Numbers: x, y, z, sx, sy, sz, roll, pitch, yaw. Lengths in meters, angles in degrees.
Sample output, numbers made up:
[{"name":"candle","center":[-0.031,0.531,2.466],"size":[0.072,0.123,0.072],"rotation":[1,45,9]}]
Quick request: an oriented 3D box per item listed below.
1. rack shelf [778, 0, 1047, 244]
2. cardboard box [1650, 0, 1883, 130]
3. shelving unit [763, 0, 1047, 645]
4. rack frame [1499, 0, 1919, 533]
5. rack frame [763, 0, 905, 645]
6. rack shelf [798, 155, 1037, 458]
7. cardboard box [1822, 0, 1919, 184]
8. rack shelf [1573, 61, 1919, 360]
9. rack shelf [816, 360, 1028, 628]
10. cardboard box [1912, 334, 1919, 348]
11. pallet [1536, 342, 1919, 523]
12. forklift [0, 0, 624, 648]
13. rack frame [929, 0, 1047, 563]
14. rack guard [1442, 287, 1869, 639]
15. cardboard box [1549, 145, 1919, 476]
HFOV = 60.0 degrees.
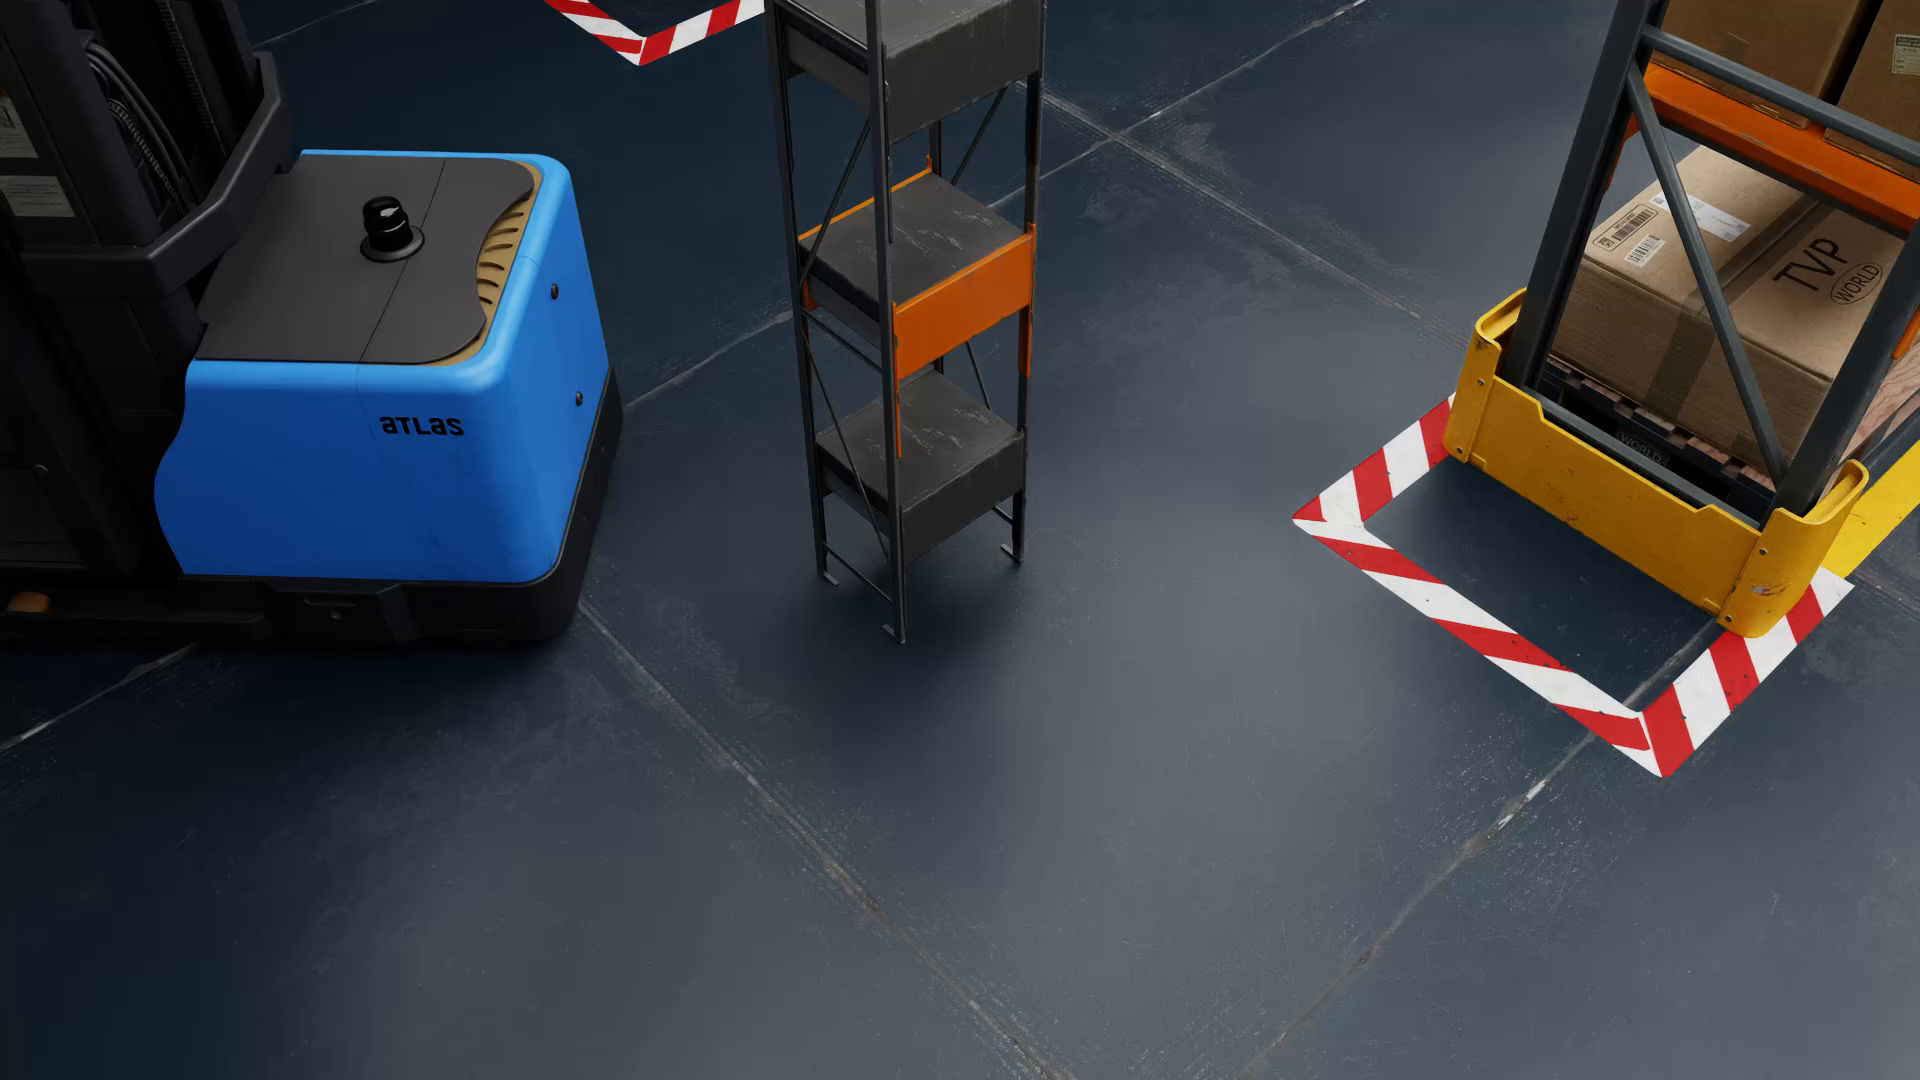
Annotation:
[{"name":"rack shelf","center":[-0.122,-1.096,3.898],"size":[0.480,0.518,0.431],"rotation":[-34,56,-27]},{"name":"cardboard box","center":[2.296,-1.533,4.556],"size":[0.500,0.500,0.500],"rotation":[-33,56,-27]},{"name":"shelving unit","center":[-0.122,-0.630,4.403],"size":[0.503,2.100,0.431],"rotation":[-34,56,-27]},{"name":"rack frame","center":[2.118,-1.117,4.240],"size":[0.127,3.000,1.000],"rotation":[-34,56,-27]},{"name":"rack frame","center":[-0.303,-0.510,4.292],"size":[0.015,2.100,0.400],"rotation":[-34,56,-27]},{"name":"rack shelf","center":[-0.122,-0.621,4.413],"size":[0.480,0.518,0.431],"rotation":[-34,56,-27]},{"name":"cardboard box","center":[2.666,-1.232,4.278],"size":[0.500,0.500,0.500],"rotation":[-34,56,-27]},{"name":"rack shelf","center":[3.597,-1.862,5.417],"size":[4.000,0.370,1.077],"rotation":[-34,56,-27]},{"name":"rack shelf","center":[-0.122,-0.146,4.927],"size":[0.480,0.518,0.431],"rotation":[-34,56,-27]},{"name":"cardboard box","center":[3.210,-1.228,5.800],"size":[0.875,0.438,0.875],"rotation":[-32,55,-26]},{"name":"pallet","center":[2.656,-0.609,5.669],"size":[1.213,0.211,1.003],"rotation":[-34,56,-27]},{"name":"forklift","center":[-2.645,-1.073,4.246],"size":[3.031,2.935,1.130],"rotation":[2,47,1]},{"name":"rack frame","center":[0.058,-0.751,4.514],"size":[0.015,2.100,0.400],"rotation":[-34,56,-27]},{"name":"rack guard","center":[2.100,-0.258,5.147],"size":[0.348,0.500,1.175],"rotation":[-34,56,-27]},{"name":"cardboard box","center":[2.539,-0.771,5.378],"size":[0.875,0.438,0.875],"rotation":[-36,57,-28]}]
